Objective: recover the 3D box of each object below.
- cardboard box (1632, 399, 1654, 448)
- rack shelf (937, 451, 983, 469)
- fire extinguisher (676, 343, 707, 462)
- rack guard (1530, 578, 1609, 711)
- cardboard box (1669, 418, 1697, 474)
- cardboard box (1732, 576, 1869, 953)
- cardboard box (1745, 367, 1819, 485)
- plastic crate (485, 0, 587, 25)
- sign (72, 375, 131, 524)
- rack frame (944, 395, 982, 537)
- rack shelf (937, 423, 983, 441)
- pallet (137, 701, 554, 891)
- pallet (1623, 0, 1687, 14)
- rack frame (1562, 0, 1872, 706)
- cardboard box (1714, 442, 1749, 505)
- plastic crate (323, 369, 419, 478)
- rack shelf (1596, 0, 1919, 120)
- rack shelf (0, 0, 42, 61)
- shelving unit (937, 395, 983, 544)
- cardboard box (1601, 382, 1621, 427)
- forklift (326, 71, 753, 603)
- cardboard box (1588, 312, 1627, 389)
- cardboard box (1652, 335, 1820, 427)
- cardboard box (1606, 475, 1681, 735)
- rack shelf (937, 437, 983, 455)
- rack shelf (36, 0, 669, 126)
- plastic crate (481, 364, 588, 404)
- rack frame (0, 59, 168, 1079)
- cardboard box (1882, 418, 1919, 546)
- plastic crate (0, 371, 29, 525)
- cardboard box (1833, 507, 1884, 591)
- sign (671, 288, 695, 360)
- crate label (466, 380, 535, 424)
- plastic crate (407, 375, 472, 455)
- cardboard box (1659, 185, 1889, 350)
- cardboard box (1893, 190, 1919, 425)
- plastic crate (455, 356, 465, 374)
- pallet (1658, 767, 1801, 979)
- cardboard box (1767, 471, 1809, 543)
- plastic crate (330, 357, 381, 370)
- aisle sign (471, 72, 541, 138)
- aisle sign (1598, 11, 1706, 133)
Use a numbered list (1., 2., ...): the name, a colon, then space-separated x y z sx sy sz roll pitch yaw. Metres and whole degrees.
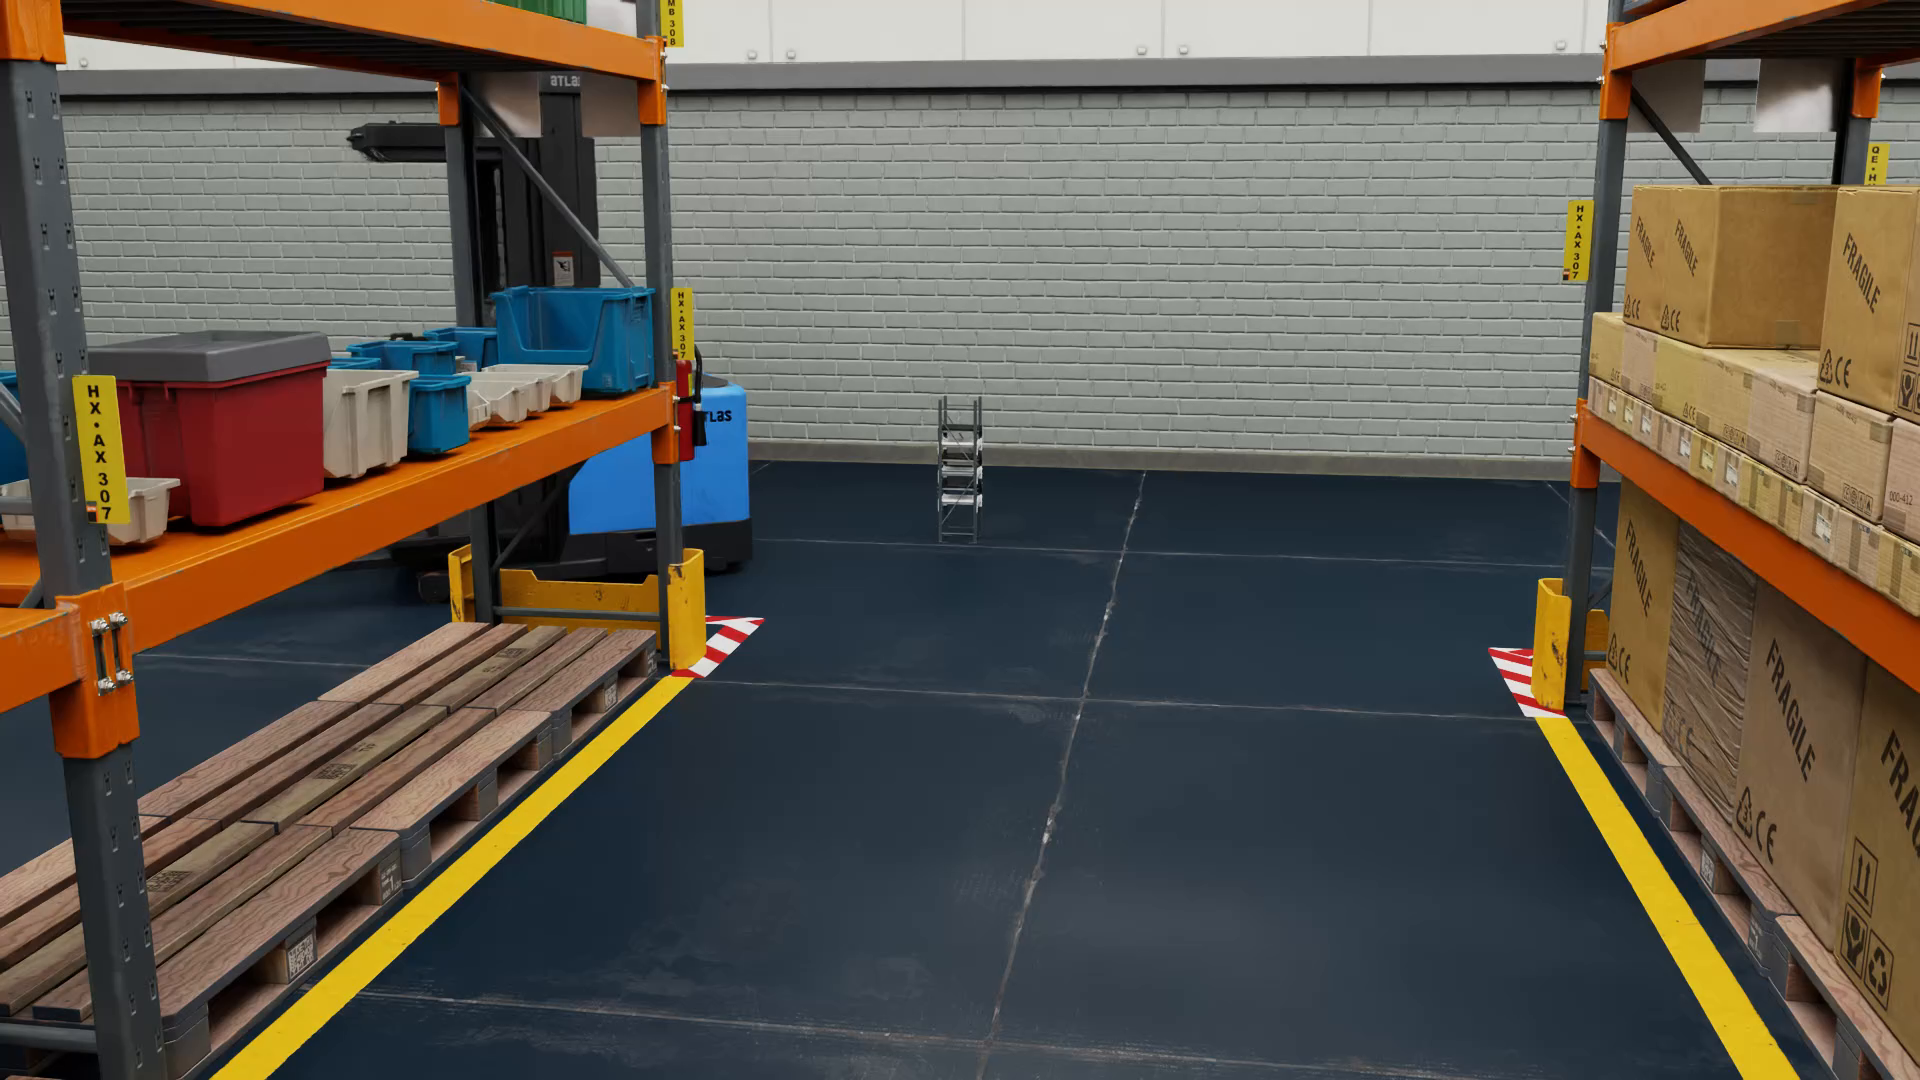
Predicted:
1. cardboard box: 2.597 -0.404 5.844 0.380 0.149 0.250 2 12 8
2. rack shelf: 0.001 -0.497 10.394 0.258 0.077 0.200 2 12 9
3. fire extinguisher: -1.328 -0.708 7.728 0.296 0.674 0.183 2 12 9
4. rack guard: 3.097 0.466 7.145 1.175 0.500 0.348 2 12 9
5. cardboard box: 2.518 -0.297 5.350 0.380 0.149 0.250 2 12 8
6. cardboard box: 2.798 0.593 4.669 0.875 0.875 0.875 2 12 9
7. cardboard box: 2.443 -0.305 4.439 0.500 0.250 0.500 2 12 10
8. plastic crate: -1.670 -2.060 6.314 0.450 0.188 0.336 2 12 9
9. sign: -1.872 -0.196 3.626 0.100 0.325 0.005 2 12 9
10. rack frame: 0.017 -0.463 10.505 0.240 0.900 0.006 2 12 9
11. rack shelf: 0.001 -0.673 10.357 0.258 0.077 0.200 2 12 9
12. pallet: -2.155 0.875 5.931 1.003 0.211 1.213 2 12 9
13. pallet: 2.990 -2.019 5.834 1.003 0.211 1.213 2 12 9
14. rack frame: 3.094 -0.751 6.859 1.000 3.000 0.127 2 12 9
15. cardboard box: 2.439 -0.190 4.852 0.380 0.149 0.250 2 12 10
16. plastic crate: -1.999 -0.362 5.193 0.437 0.282 0.530 2 12 9
17. rack shelf: 2.786 -1.449 4.687 1.077 0.370 4.000 2 12 9
18. rack shelf: -2.723 -0.777 1.568 1.077 0.370 4.000 2 12 9
19. shelving unit: 0.001 -0.442 10.406 0.258 0.900 0.210 2 12 9
20. cardboard box: 2.675 -0.512 6.344 0.380 0.149 0.250 2 12 8
21. forklift: -2.768 -1.219 9.194 3.031 2.935 1.130 -5 13 -23
22. cardboard box: 2.753 -0.732 6.420 0.500 0.250 0.500 2 12 7
23. cardboard box: 2.599 -0.519 5.432 0.500 0.250 0.500 1 12 7
24. cardboard box: 3.074 0.218 6.408 0.875 0.875 0.875 2 12 9
25. rack shelf: 0.001 -0.585 10.376 0.258 0.077 0.200 2 12 9
26. rack shelf: -2.108 -1.610 5.431 1.077 0.370 4.000 2 12 9
27. plastic crate: -1.747 -0.636 6.810 0.396 0.136 0.243 2 12 9
28. rack frame: -2.412 -0.079 3.739 0.949 2.616 0.053 2 12 9
29. cardboard box: 2.287 -0.091 3.445 0.500 0.250 0.500 2 12 8
30. plastic crate: -2.681 -0.209 4.237 0.392 0.384 0.575 2 12 9
31. cardboard box: 2.281 0.023 3.862 0.380 0.149 0.250 2 12 8
32. sign: -1.254 -0.977 7.519 0.100 0.325 0.005 2 12 9
33. crate label: -1.824 -0.518 6.259 0.396 0.136 0.243 2 12 9
34. plastic crate: -1.863 -0.423 5.592 0.416 0.233 0.300 2 12 9
35. cardboard box: 2.603 -0.887 5.357 0.500 0.500 0.500 2 12 7
36. cardboard box: 2.285 -0.461 3.385 0.500 0.500 0.500 2 12 10
37. plastic crate: -2.295 -0.707 7.138 0.250 0.136 0.298 2 12 9
38. pallet: 2.858 1.034 5.193 1.003 0.211 1.213 2 12 9
39. cardboard box: 2.360 -0.084 4.359 0.380 0.149 0.250 2 12 10
40. plastic crate: -2.366 -0.544 6.154 0.416 0.233 0.300 2 12 9
41. aisle sign: -2.083 -2.207 7.444 0.394 0.787 0.004 2 12 9
42. aisle sign: 2.808 -2.047 6.699 0.394 0.787 0.004 2 12 9
